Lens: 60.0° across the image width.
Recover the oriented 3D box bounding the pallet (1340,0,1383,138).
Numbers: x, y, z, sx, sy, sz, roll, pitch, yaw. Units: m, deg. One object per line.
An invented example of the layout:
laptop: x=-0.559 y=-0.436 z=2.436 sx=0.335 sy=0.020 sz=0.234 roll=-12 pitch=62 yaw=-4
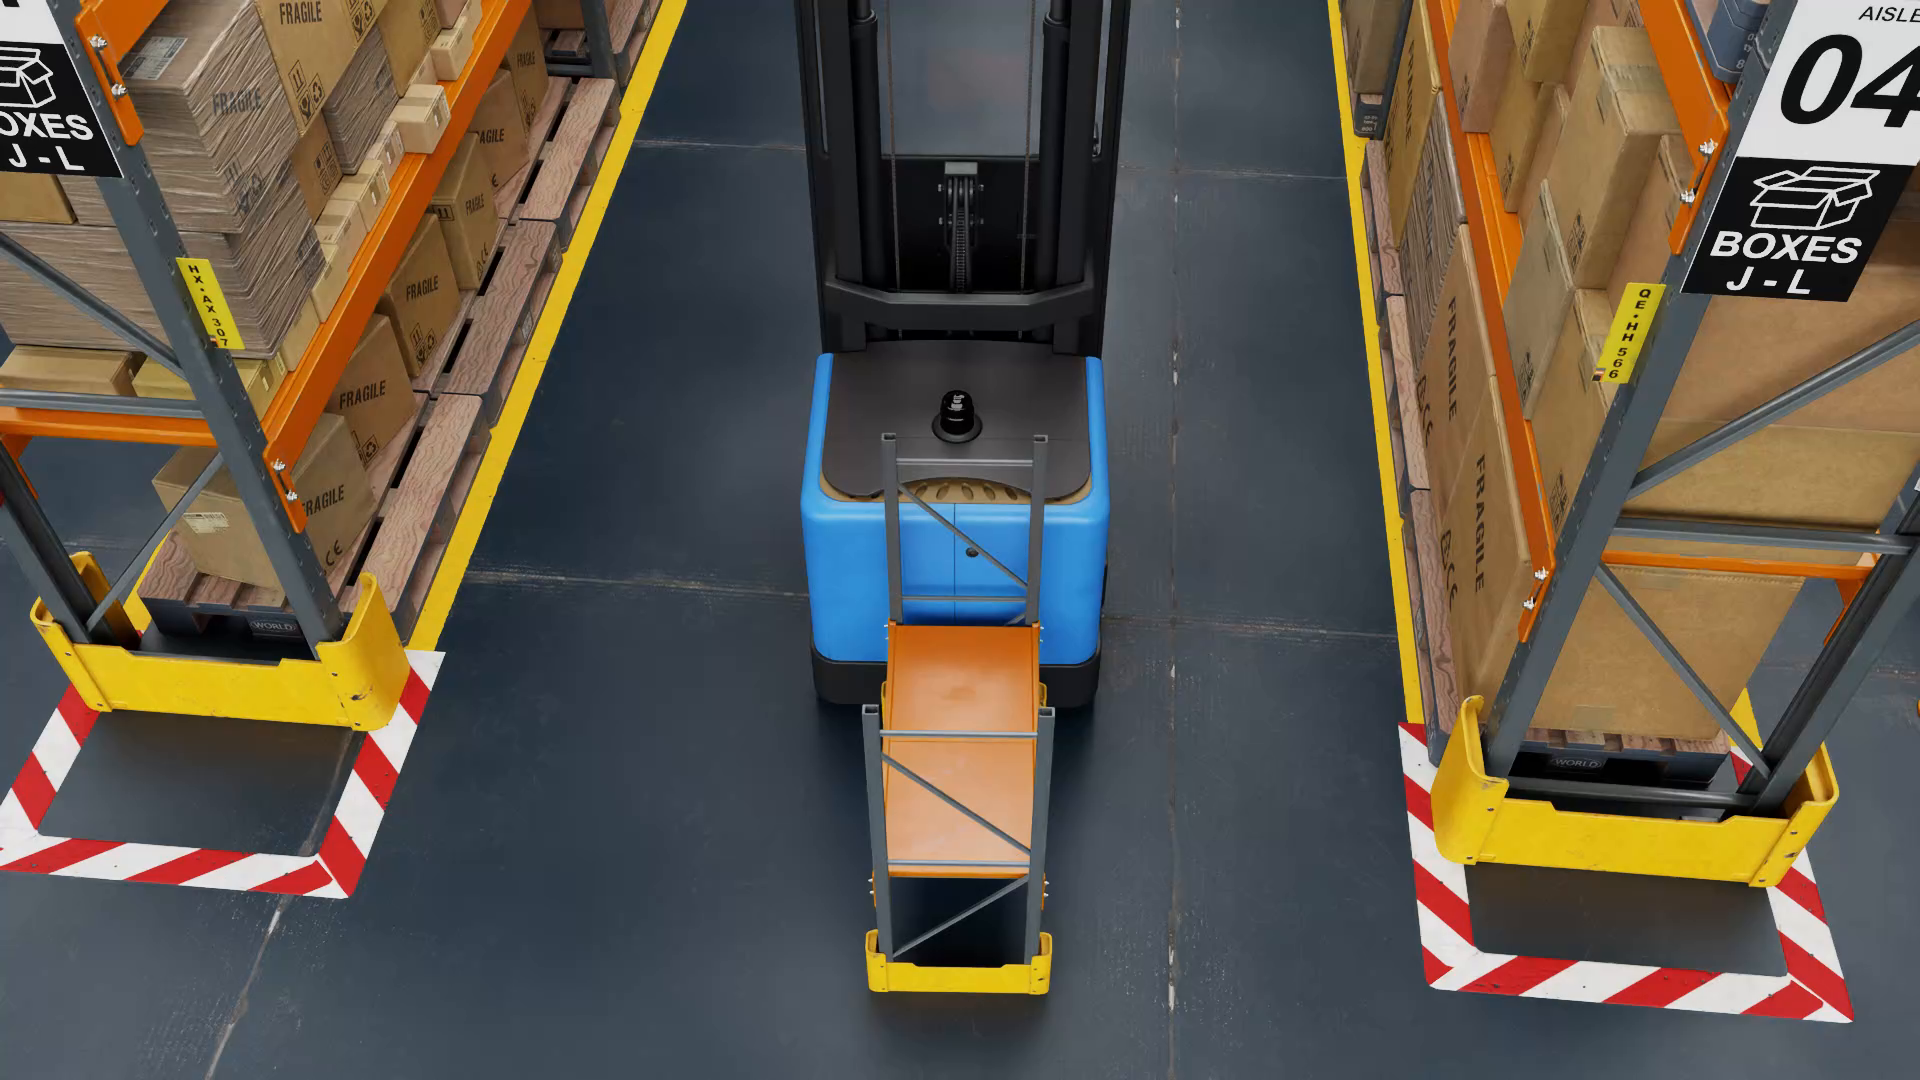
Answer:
pallet: x=2.610 y=-2.578 z=8.965 sx=1.003 sy=0.211 sz=1.213 roll=4 pitch=48 yaw=4

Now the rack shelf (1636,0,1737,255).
rack shelf: x=2.432 y=-2.247 z=5.227 sx=1.077 sy=0.370 sz=4.000 roll=4 pitch=48 yaw=4

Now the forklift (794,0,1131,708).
forklift: x=0.013 y=-1.450 z=6.090 sx=1.130 sy=2.935 sz=3.031 roll=1 pitch=48 yaw=1

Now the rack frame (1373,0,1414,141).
rack frame: x=2.614 y=-2.948 z=7.413 sx=1.000 sy=3.000 sz=0.127 roll=4 pitch=48 yaw=4

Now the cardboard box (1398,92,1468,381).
cardboard box: x=2.409 y=-1.252 z=7.018 sx=0.875 sy=0.875 sz=0.875 roll=4 pitch=48 yaw=4

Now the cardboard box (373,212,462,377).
cardboard box: x=-2.510 y=-1.072 z=7.107 sx=0.500 sy=0.500 sz=0.500 roll=8 pitch=48 yaw=7

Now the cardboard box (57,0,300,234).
cardboard box: x=-2.359 y=-1.273 z=4.935 sx=0.500 sy=0.500 sz=0.500 roll=4 pitch=48 yaw=4

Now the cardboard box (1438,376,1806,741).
cardboard box: x=2.246 y=0.064 z=5.814 sx=0.875 sy=0.875 sz=0.875 roll=4 pitch=48 yaw=4

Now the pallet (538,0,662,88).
pallet: x=-2.246 y=-2.986 z=9.338 sx=1.003 sy=0.211 sz=1.213 roll=4 pitch=48 yaw=4

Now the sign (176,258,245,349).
sign: x=-2.140 y=-0.672 z=4.745 sx=0.100 sy=0.325 sz=0.005 roll=4 pitch=48 yaw=4

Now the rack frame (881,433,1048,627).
rack frame: x=0.014 y=0.199 z=5.552 sx=0.500 sy=1.500 sz=0.032 roll=1 pitch=48 yaw=1

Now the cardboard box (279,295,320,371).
cardboard box: x=-2.375 y=-0.707 z=5.534 sx=0.380 sy=0.149 sz=0.250 roll=4 pitch=48 yaw=4

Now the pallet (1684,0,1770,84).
pallet: x=2.307 y=-1.536 z=4.150 sx=1.003 sy=0.211 sz=1.213 roll=4 pitch=48 yaw=4

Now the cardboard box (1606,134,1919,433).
cardboard box: x=2.322 y=-0.693 z=4.518 sx=0.875 sy=0.550 sz=0.550 roll=4 pitch=48 yaw=4

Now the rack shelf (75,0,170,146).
rack shelf: x=-2.498 y=-2.655 z=5.600 sx=1.077 sy=0.370 sz=4.000 roll=4 pitch=48 yaw=4

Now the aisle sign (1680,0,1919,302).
aisle sign: x=1.945 y=-0.854 z=3.736 sx=0.394 sy=0.787 sz=0.004 roll=4 pitch=48 yaw=4

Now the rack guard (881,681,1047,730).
rack guard: x=0.014 y=0.621 z=6.012 sx=0.587 sy=0.250 sz=0.087 roll=1 pitch=48 yaw=1

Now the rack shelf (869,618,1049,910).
rack shelf: x=0.005 y=0.695 z=5.342 sx=0.538 sy=0.185 sz=1.000 roll=1 pitch=48 yaw=1

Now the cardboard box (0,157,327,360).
cardboard box: x=-2.603 y=-0.952 z=5.319 sx=0.875 sy=0.500 sz=0.500 roll=4 pitch=48 yaw=4

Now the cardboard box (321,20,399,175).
cardboard box: x=-2.588 y=-1.692 z=5.996 sx=0.875 sy=0.500 sz=0.500 roll=4 pitch=48 yaw=4

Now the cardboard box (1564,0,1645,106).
cardboard box: x=2.467 y=-1.506 z=5.261 sx=0.875 sy=0.550 sz=0.550 roll=4 pitch=48 yaw=4

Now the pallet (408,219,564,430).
pallet: x=-2.450 y=-1.019 z=7.539 sx=1.003 sy=0.211 sz=1.213 roll=4 pitch=48 yaw=4

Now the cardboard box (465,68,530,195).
cardboard box: x=-2.437 y=-1.941 z=7.902 sx=0.500 sy=0.500 sz=0.500 roll=18 pitch=50 yaw=16

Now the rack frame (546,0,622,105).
rack frame: x=-2.316 y=-3.355 z=7.786 sx=1.000 sy=3.000 sz=0.127 roll=4 pitch=48 yaw=4

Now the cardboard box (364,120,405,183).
cardboard box: x=-2.310 y=-1.444 z=6.208 sx=0.380 sy=0.149 sz=0.250 roll=4 pitch=48 yaw=4

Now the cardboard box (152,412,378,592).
cardboard box: x=-2.607 y=-0.172 z=6.284 sx=0.500 sy=0.500 sz=0.500 roll=12 pitch=49 yaw=11

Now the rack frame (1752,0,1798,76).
rack frame: x=2.250 y=-2.033 z=2.511 sx=1.000 sy=3.000 sz=0.127 roll=4 pitch=48 yaw=4

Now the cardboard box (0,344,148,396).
cardboard box: x=-2.860 y=-0.555 z=5.395 sx=0.380 sy=0.149 sz=0.250 roll=4 pitch=48 yaw=4

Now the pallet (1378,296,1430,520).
pallet: x=2.359 y=-0.554 z=7.114 sx=1.003 sy=0.211 sz=1.213 roll=4 pitch=48 yaw=4

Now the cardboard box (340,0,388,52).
cardboard box: x=-2.262 y=-2.008 z=5.607 sx=0.500 sy=0.500 sz=0.500 roll=4 pitch=48 yaw=4

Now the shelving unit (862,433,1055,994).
shelving unit: x=0.005 y=0.567 z=5.215 sx=0.587 sy=1.500 sz=1.083 roll=1 pitch=48 yaw=1

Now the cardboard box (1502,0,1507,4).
cardboard box: x=2.426 y=-2.294 z=5.982 sx=0.875 sy=0.550 sz=0.550 roll=4 pitch=48 yaw=4

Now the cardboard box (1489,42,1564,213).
cardboard box: x=2.450 y=-1.535 z=6.020 sx=0.875 sy=0.550 sz=0.500 roll=4 pitch=48 yaw=4

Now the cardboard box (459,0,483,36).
cardboard box: x=-2.206 y=-2.178 z=6.879 sx=0.380 sy=0.149 sz=0.250 roll=4 pitch=48 yaw=4

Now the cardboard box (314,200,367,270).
cardboard box: x=-2.335 y=-1.075 z=5.871 sx=0.380 sy=0.149 sz=0.250 roll=4 pitch=48 yaw=4

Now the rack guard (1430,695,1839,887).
rack guard: x=2.248 y=0.853 z=5.631 sx=1.175 sy=0.500 sz=0.348 roll=4 pitch=48 yaw=4

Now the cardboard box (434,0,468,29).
cardboard box: x=-2.444 y=-2.424 z=6.665 sx=0.875 sy=0.500 sz=0.500 roll=4 pitch=48 yaw=4

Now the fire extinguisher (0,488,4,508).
fire extinguisher: x=-3.150 y=-0.337 z=5.078 sx=0.296 sy=0.674 sz=0.183 roll=4 pitch=48 yaw=4

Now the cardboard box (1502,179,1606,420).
cardboard box: x=2.267 y=-0.740 z=5.293 sx=0.875 sy=0.550 sz=0.550 roll=4 pitch=48 yaw=4

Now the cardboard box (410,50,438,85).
cardboard box: x=-2.293 y=-1.813 z=6.546 sx=0.380 sy=0.149 sz=0.250 roll=4 pitch=48 yaw=4
